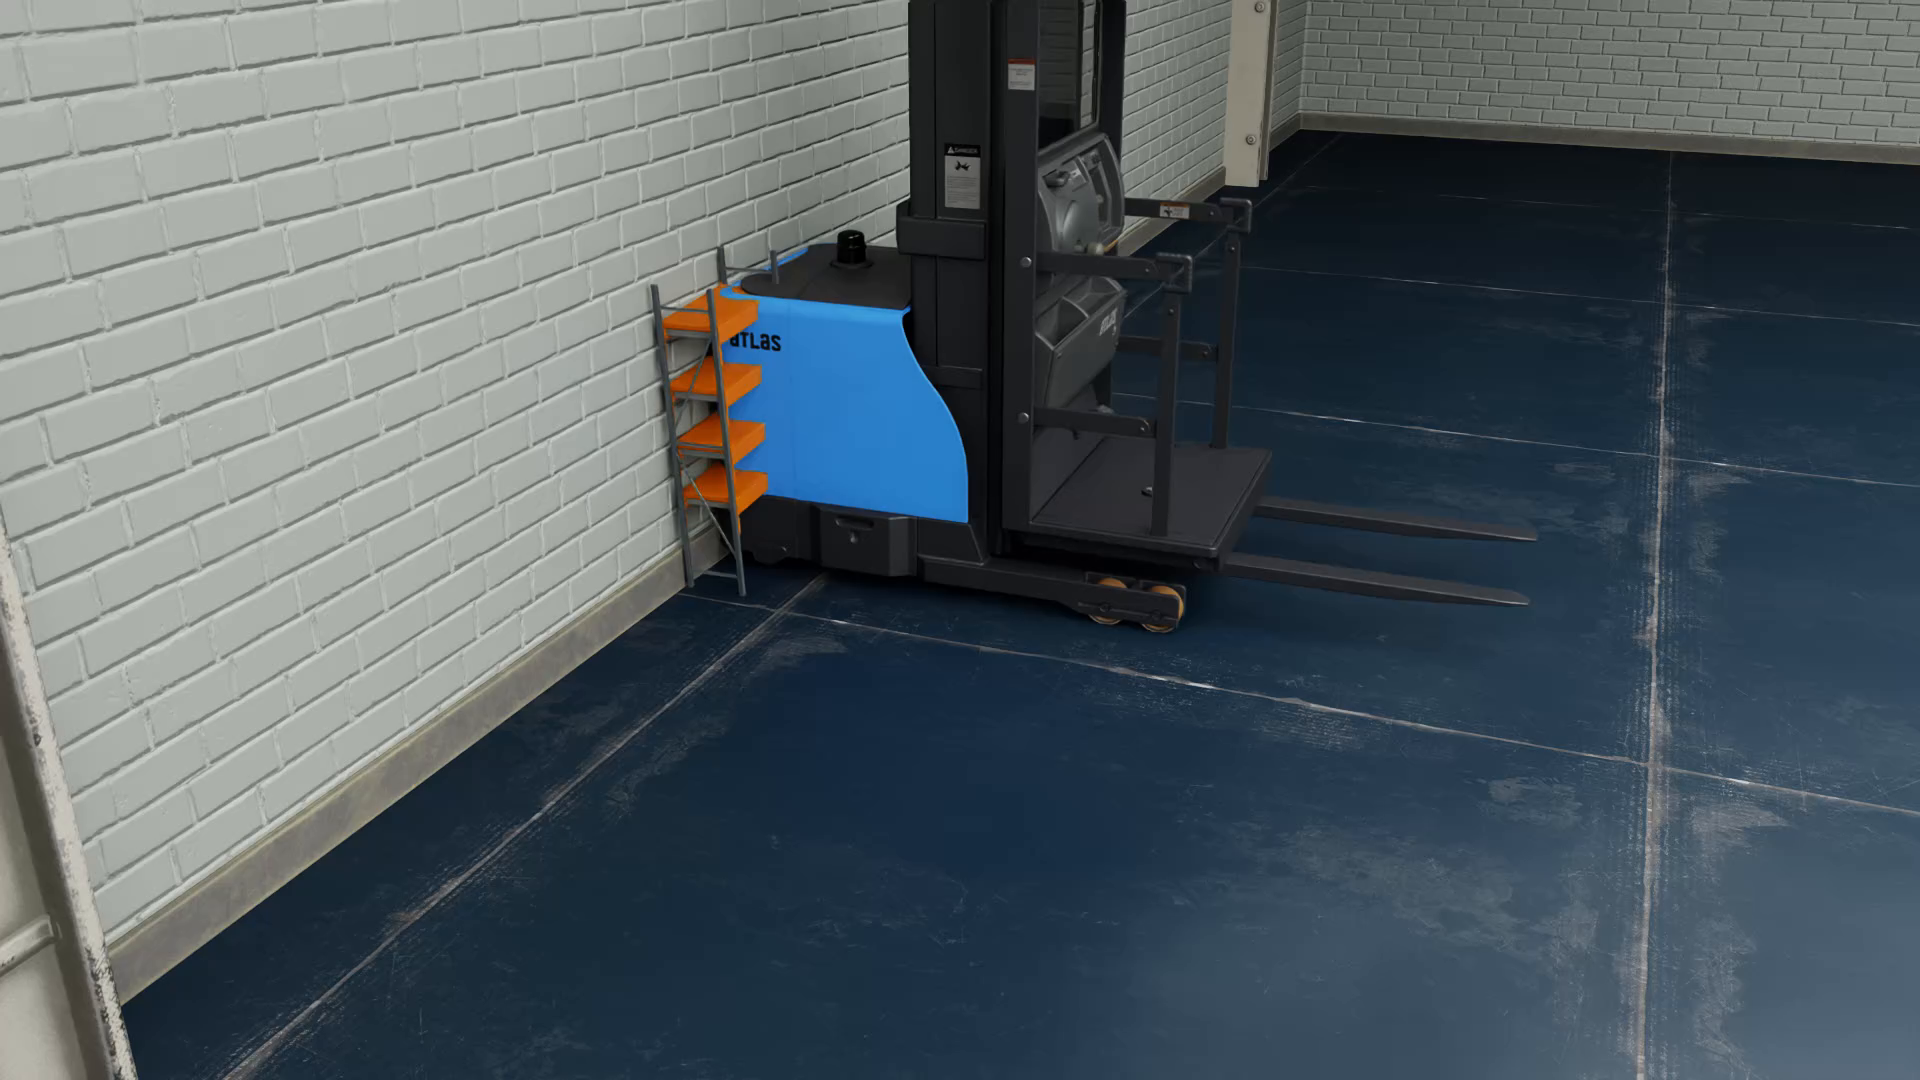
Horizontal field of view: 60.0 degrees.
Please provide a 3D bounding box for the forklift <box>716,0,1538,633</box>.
[{"bbox_3d":[0.628,-1.250,5.940,3.031,2.935,1.130,8,24,19],"label":"forklift"}]

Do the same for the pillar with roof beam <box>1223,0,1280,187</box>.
[{"bbox_3d":[6.379,-6.540,10.732,9.100,9.000,0.400,9,24,20],"label":"pillar with roof beam"}]

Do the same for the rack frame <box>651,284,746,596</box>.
[{"bbox_3d":[-0.943,-0.339,6.036,0.240,1.200,0.015,7,27,20],"label":"rack frame"}]

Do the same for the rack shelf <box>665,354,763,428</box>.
[{"bbox_3d":[-0.863,-0.582,6.172,0.258,0.148,0.480,7,27,20],"label":"rack shelf"}]

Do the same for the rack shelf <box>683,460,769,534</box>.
[{"bbox_3d":[-0.846,-0.202,6.355,0.258,0.148,0.480,7,27,20],"label":"rack shelf"}]

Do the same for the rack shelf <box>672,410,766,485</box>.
[{"bbox_3d":[-0.854,-0.381,6.269,0.258,0.148,0.480,7,27,20],"label":"rack shelf"}]

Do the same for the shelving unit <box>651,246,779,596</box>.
[{"bbox_3d":[-0.857,-0.442,6.240,0.258,1.200,0.503,7,27,20],"label":"shelving unit"}]

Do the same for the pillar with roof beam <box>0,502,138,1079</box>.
[{"bbox_3d":[1.922,-2.246,0.451,9.100,9.000,0.400,9,24,20],"label":"pillar with roof beam"}]

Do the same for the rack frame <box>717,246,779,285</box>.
[{"bbox_3d":[-0.770,-0.544,6.444,0.240,1.200,0.015,7,27,20],"label":"rack frame"}]

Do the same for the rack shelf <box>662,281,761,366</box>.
[{"bbox_3d":[-0.872,-0.795,6.069,0.258,0.148,0.480,7,27,20],"label":"rack shelf"}]
